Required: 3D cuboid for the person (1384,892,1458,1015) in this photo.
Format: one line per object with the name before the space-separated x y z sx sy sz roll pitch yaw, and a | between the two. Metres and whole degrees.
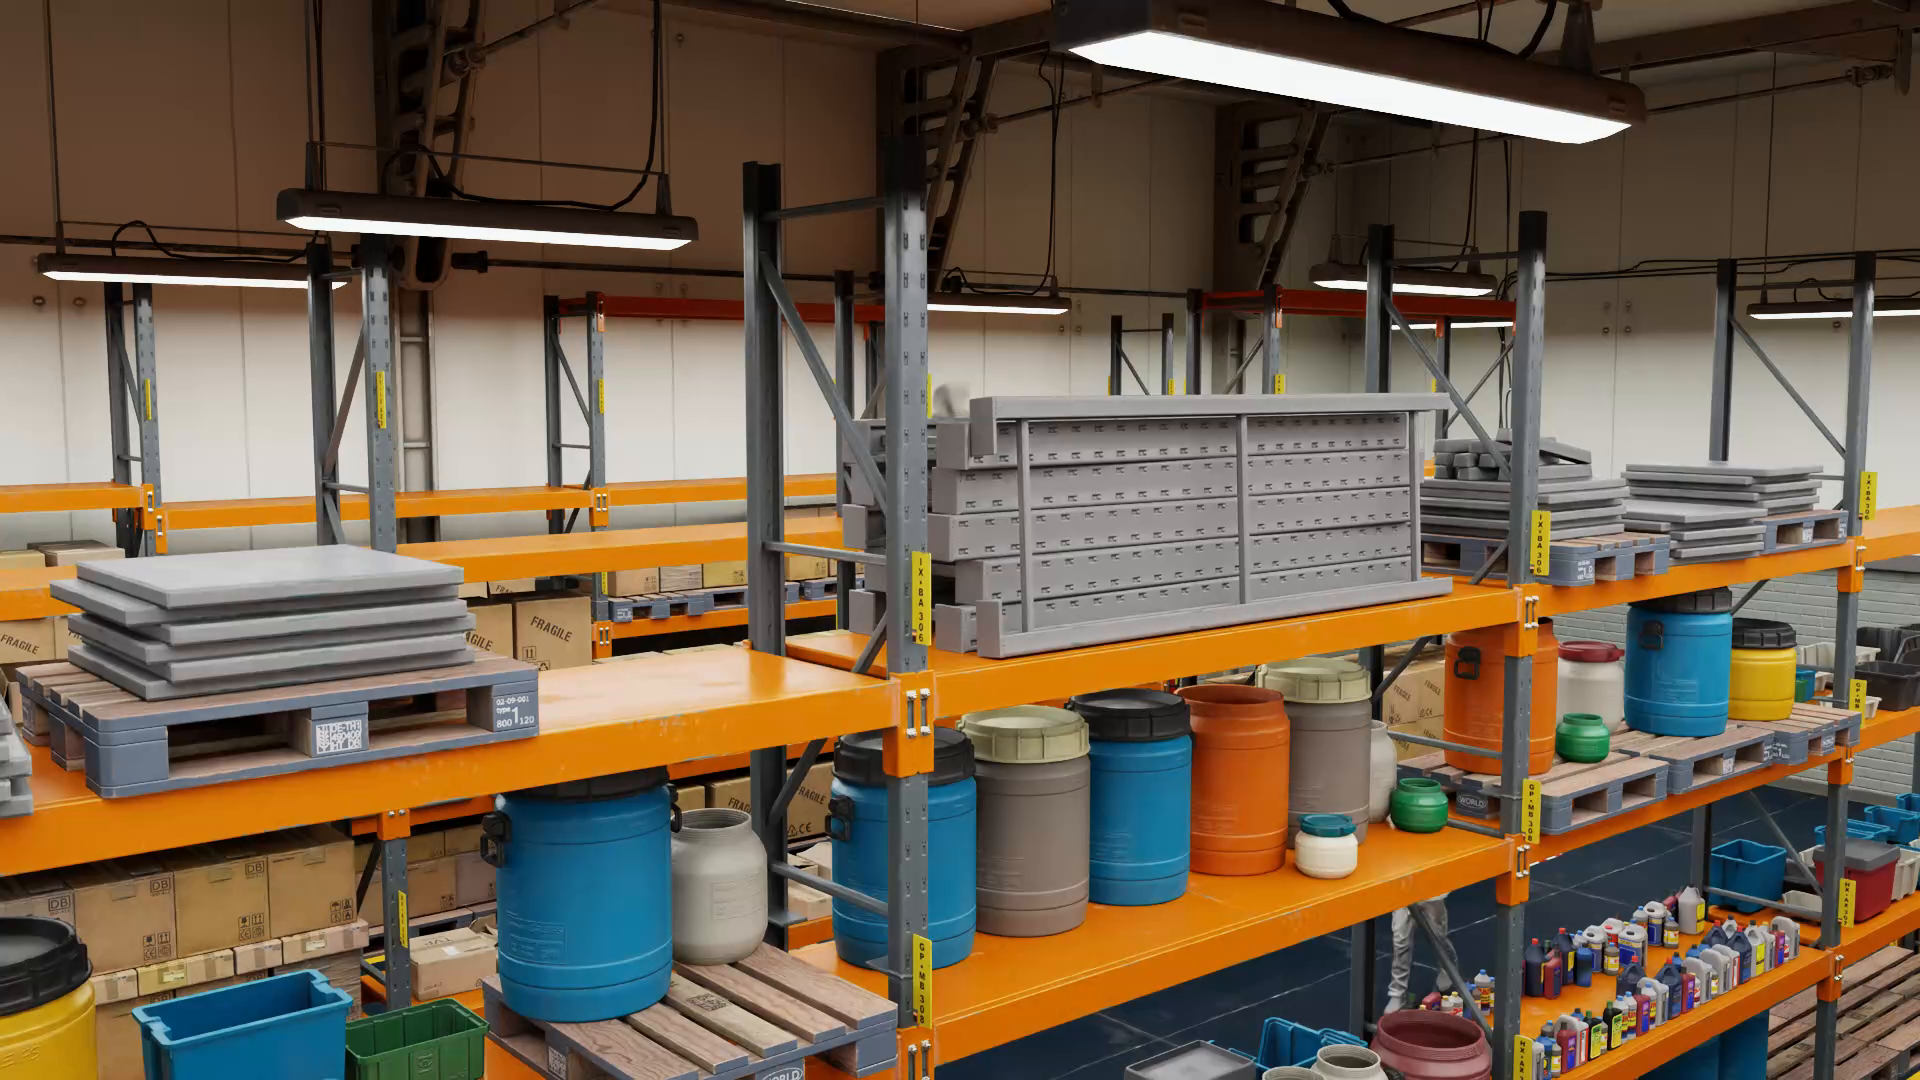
person | 3.802 2.933 13.673 0.679 1.779 0.985 4 7 37
